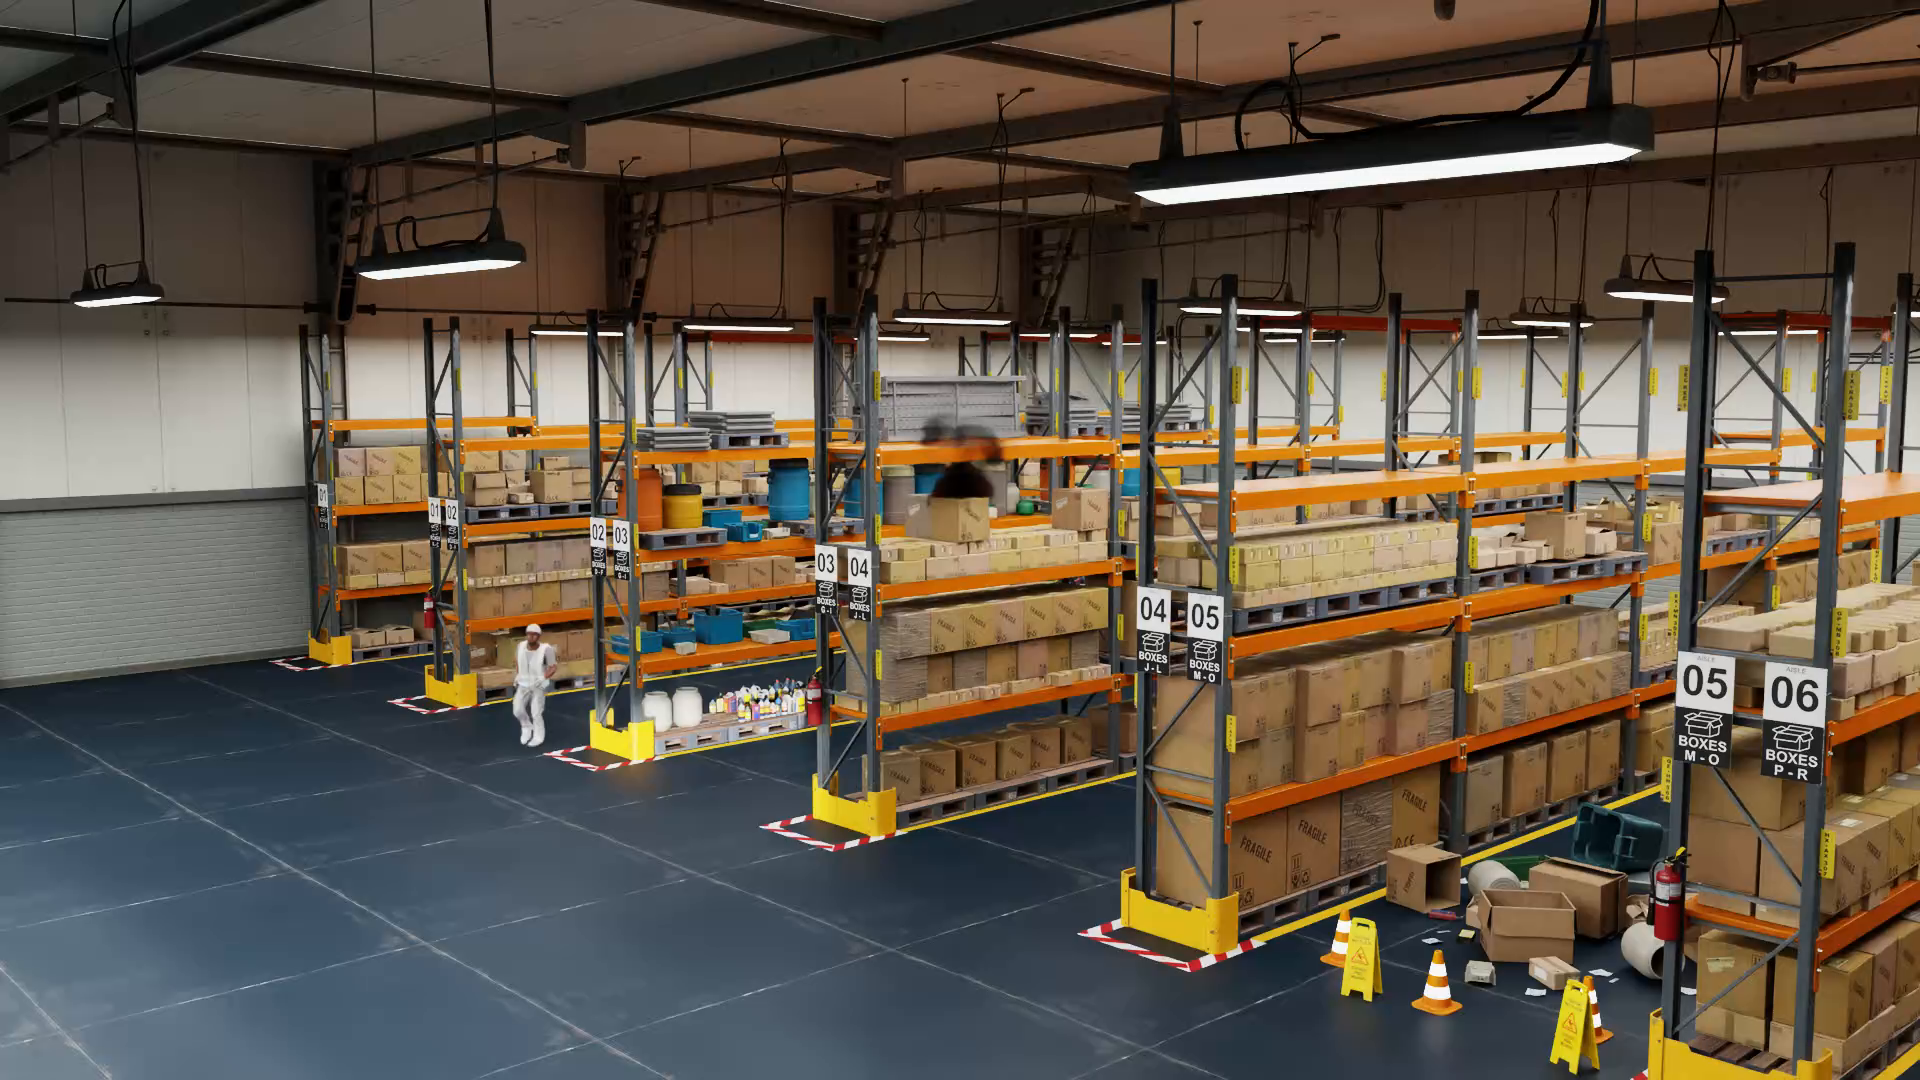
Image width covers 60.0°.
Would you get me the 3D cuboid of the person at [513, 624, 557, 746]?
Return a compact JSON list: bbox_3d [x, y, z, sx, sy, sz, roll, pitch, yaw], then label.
[{"bbox_3d":[-5.856,2.005,22.827,0.644,1.731,0.651,1,6,6],"label":"person"}]
